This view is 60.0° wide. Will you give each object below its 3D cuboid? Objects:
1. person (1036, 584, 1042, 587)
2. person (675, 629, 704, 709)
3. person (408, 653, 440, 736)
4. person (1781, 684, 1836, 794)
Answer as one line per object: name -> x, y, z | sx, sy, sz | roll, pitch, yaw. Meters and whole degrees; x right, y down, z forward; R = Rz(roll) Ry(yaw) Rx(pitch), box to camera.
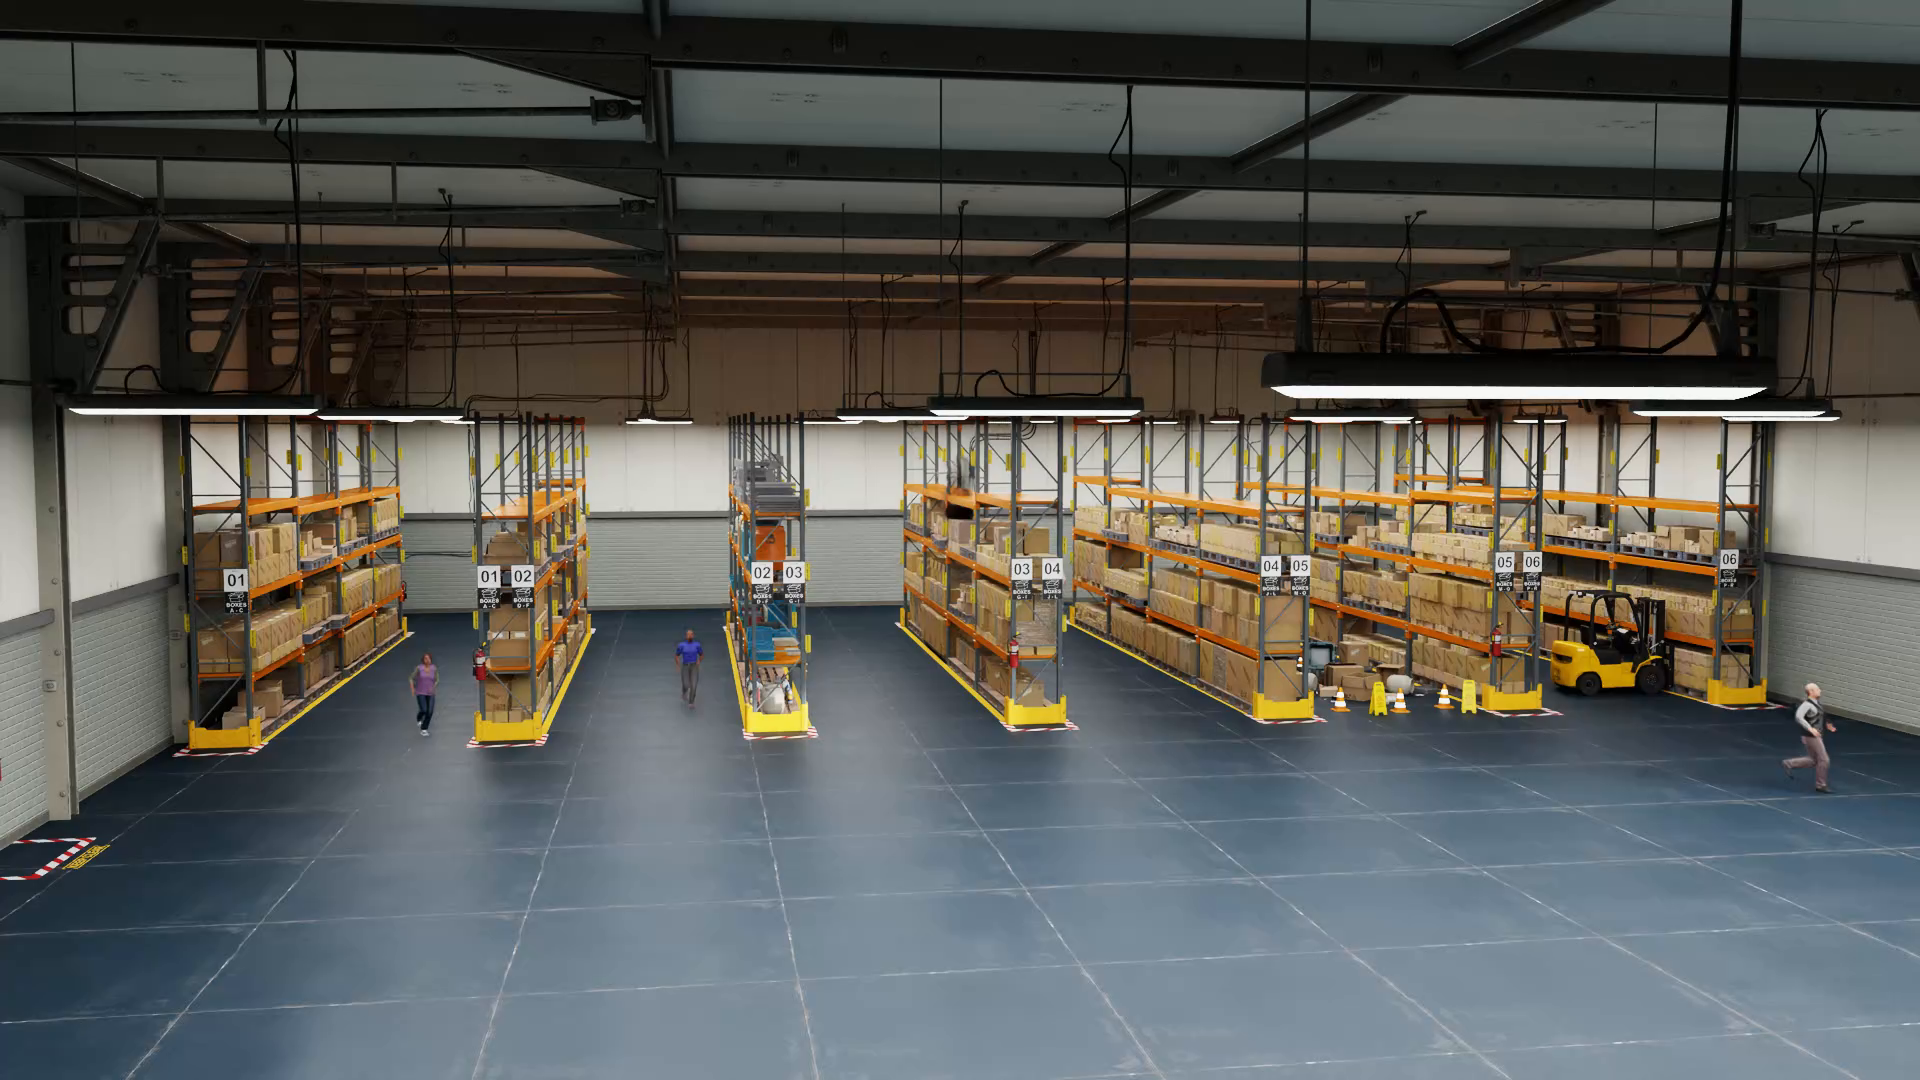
person -> 2.285, 1.511, 49.351 | 0.793, 1.736, 0.788 | -1, 4, -20
person -> -5.499, 2.620, 33.861 | 0.588, 1.606, 0.563 | -1, 4, -14
person -> -9.881, 2.860, 30.759 | 0.527, 1.540, 0.505 | -2, 5, -32
person -> 13.360, 3.108, 26.160 | 0.819, 1.712, 0.662 | 3, 5, 34
